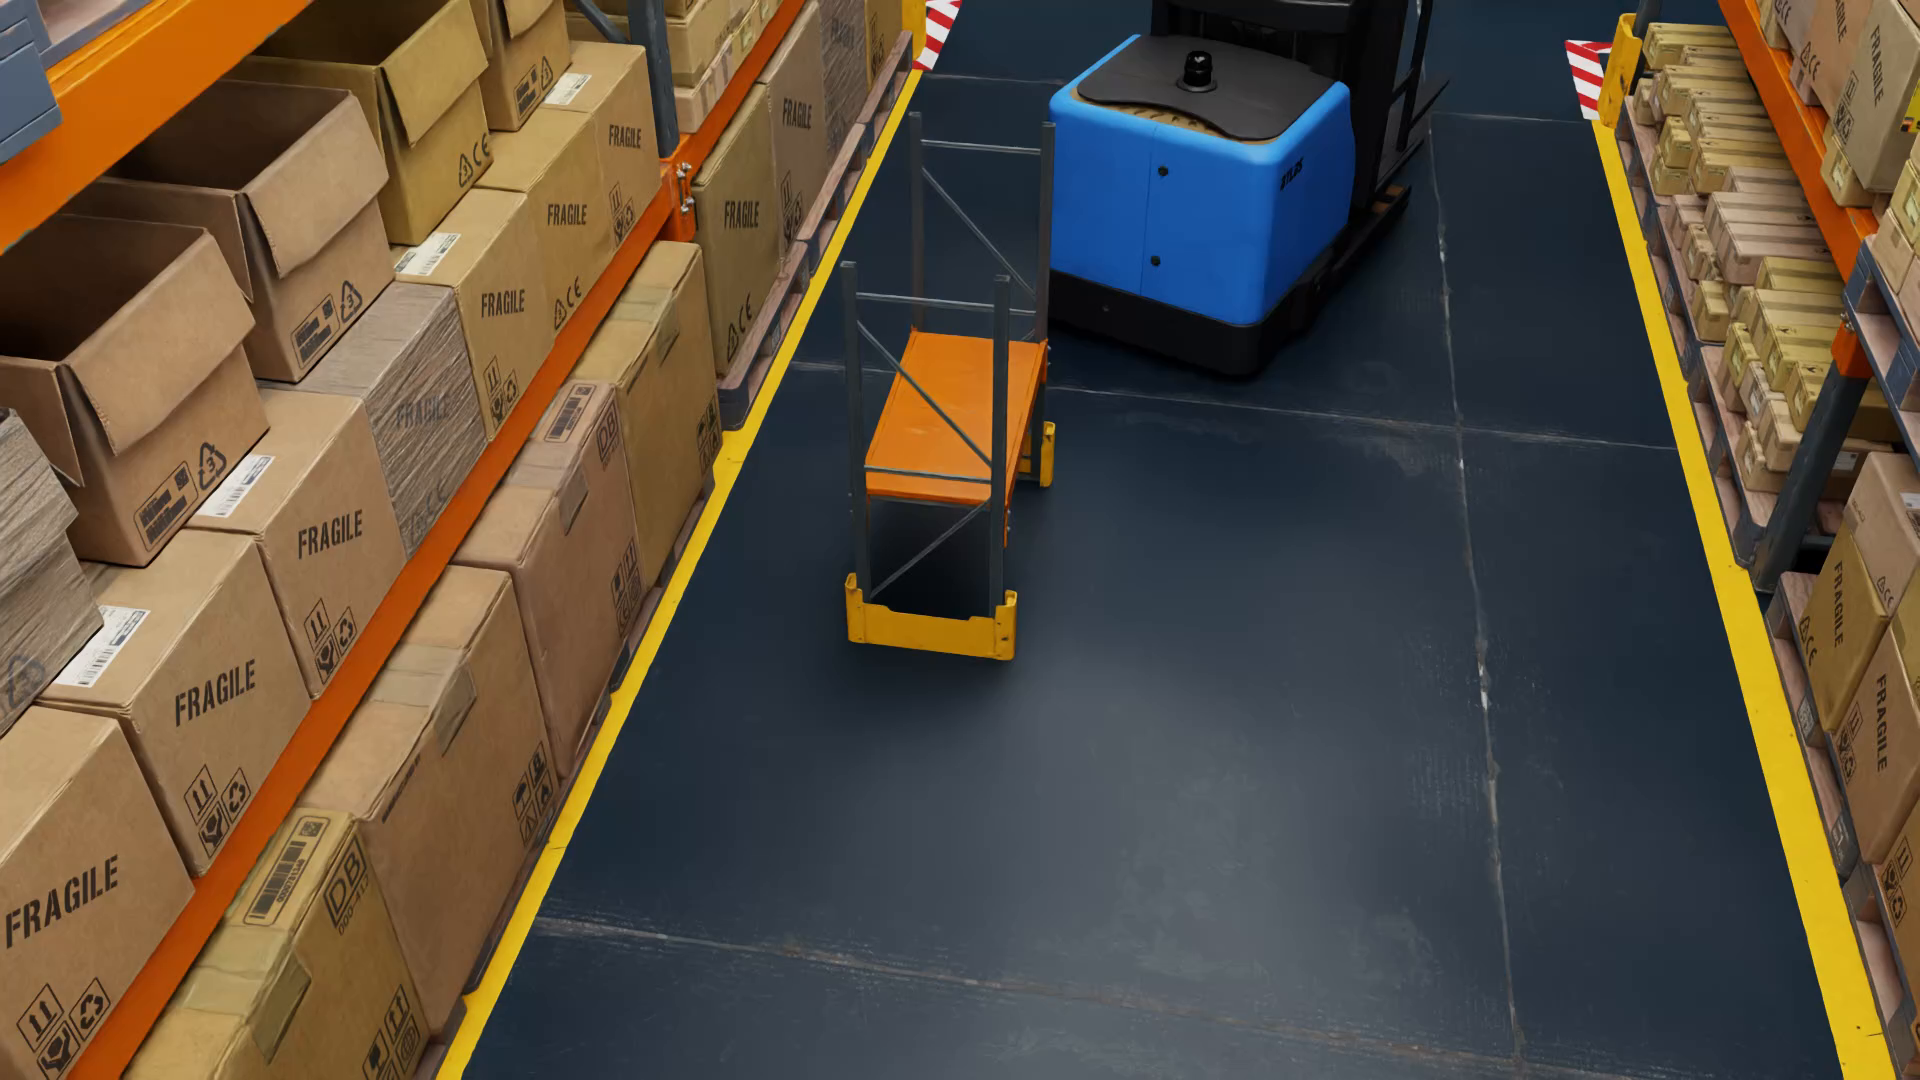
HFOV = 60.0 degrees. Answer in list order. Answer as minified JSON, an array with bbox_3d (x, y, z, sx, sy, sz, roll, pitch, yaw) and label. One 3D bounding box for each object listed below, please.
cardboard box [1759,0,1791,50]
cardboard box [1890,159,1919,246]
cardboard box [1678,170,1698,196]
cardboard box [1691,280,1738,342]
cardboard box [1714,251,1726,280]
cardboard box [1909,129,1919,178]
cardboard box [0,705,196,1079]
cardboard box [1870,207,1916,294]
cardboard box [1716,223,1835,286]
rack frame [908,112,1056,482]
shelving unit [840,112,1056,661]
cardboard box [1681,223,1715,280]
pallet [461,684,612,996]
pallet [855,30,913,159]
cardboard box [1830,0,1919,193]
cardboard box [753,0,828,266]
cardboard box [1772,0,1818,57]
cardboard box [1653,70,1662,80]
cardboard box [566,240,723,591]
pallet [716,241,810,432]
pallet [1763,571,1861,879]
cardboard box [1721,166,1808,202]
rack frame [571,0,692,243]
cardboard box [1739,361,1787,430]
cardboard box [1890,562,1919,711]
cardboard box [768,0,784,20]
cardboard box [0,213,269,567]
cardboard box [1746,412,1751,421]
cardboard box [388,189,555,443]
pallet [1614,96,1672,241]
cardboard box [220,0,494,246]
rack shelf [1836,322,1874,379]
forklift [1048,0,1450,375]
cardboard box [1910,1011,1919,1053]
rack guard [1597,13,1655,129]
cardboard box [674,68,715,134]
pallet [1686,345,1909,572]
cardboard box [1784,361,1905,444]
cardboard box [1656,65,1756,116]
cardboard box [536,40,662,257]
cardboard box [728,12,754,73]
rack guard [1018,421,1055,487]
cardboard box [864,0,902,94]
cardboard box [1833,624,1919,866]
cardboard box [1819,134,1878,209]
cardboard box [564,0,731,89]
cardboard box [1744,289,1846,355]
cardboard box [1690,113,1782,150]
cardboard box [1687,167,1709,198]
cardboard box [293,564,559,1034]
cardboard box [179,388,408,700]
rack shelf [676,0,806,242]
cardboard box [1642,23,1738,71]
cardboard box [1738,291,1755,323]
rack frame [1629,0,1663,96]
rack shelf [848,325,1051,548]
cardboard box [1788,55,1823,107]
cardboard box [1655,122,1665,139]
[{"bbox_3d":[3.396,-2.045,6.566,0.380,0.149,0.250,7,40,9],"label":"cardboard box"},{"bbox_3d":[2.856,-0.930,4.656,0.380,0.149,0.250,7,40,8],"label":"cardboard box"},{"bbox_3d":[3.560,-1.578,7.713,0.380,0.149,0.250,6,40,8],"label":"cardboard box"},{"bbox_3d":[3.289,-0.944,6.945,0.380,0.149,0.250,6,40,8],"label":"cardboard box"},{"bbox_3d":[3.413,-1.174,6.990,0.380,0.149,0.250,5,40,6],"label":"cardboard box"},{"bbox_3d":[2.856,-1.045,4.561,0.380,0.149,0.250,8,40,10],"label":"cardboard box"},{"bbox_3d":[-1.830,0.639,3.044,0.500,0.500,0.500,8,40,9],"label":"cardboard box"},{"bbox_3d":[2.856,-0.816,4.750,0.380,0.149,0.250,5,40,6],"label":"cardboard box"},{"bbox_3d":[3.301,-1.148,6.725,0.380,0.149,0.250,5,40,6],"label":"cardboard box"},{"bbox_3d":[0.073,-0.844,6.093,0.500,1.500,0.032,6,40,8],"label":"rack frame"},{"bbox_3d":[-0.013,-0.530,5.714,0.587,1.500,1.083,6,40,8],"label":"shelving unit"},{"bbox_3d":[3.409,-1.255,7.322,0.380,0.149,0.250,6,40,8],"label":"cardboard box"},{"bbox_3d":[-1.758,0.778,5.144,1.003,0.211,1.213,6,40,8],"label":"pallet"},{"bbox_3d":[-0.859,-2.483,9.087,1.003,0.211,1.213,6,40,8],"label":"pallet"},{"bbox_3d":[3.183,-1.435,5.320,0.500,0.500,0.500,6,40,8],"label":"cardboard box"},{"bbox_3d":[-1.141,-1.871,7.497,0.875,0.875,0.875,6,40,8],"label":"cardboard box"},{"bbox_3d":[3.361,-2.073,6.091,0.500,0.500,0.500,6,40,7],"label":"cardboard box"},{"bbox_3d":[3.726,-2.335,8.394,0.380,0.149,0.250,8,40,10],"label":"cardboard box"},{"bbox_3d":[-1.581,-0.497,5.835,1.225,0.875,0.875,7,40,8],"label":"cardboard box"},{"bbox_3d":[-1.282,-0.952,7.235,1.003,0.211,1.213,6,40,8],"label":"pallet"},{"bbox_3d":[3.244,0.616,5.339,1.003,0.211,1.213,6,40,8],"label":"pallet"},{"bbox_3d":[3.487,-1.462,7.105,0.380,0.149,0.250,6,40,8],"label":"cardboard box"},{"bbox_3d":[-1.490,-1.558,5.780,1.000,3.000,0.127,6,40,8],"label":"rack frame"},{"bbox_3d":[3.153,-0.529,6.210,0.380,0.149,0.250,5,40,6],"label":"cardboard box"},{"bbox_3d":[2.900,0.334,4.535,0.500,0.250,0.500,7,40,9],"label":"cardboard box"},{"bbox_3d":[-0.933,-2.266,6.834,0.380,0.149,0.250,6,40,7],"label":"cardboard box"},{"bbox_3d":[-1.924,-0.338,3.439,0.797,0.503,0.637,7,40,9],"label":"cardboard box"},{"bbox_3d":[3.237,-0.448,6.346,0.380,0.149,0.250,7,40,9],"label":"cardboard box"},{"bbox_3d":[-1.478,-0.634,4.584,0.500,0.500,0.500,6,40,7],"label":"cardboard box"},{"bbox_3d":[3.881,-1.829,8.297,1.003,0.211,1.213,6,40,8],"label":"pallet"},{"bbox_3d":[-1.723,-1.152,4.423,0.797,0.503,0.637,7,40,8],"label":"cardboard box"},{"bbox_3d":[3.031,0.585,3.753,1.077,0.370,4.000,6,40,8],"label":"rack shelf"},{"bbox_3d":[1.545,-2.735,7.258,1.130,2.935,3.031,21,44,24],"label":"forklift"},{"bbox_3d":[2.711,1.264,4.000,0.500,0.500,0.500,5,40,6],"label":"cardboard box"},{"bbox_3d":[4.056,-2.447,8.817,1.175,0.500,0.348,6,40,8],"label":"rack guard"},{"bbox_3d":[-1.111,-1.610,6.040,0.380,0.149,0.250,6,40,8],"label":"cardboard box"},{"bbox_3d":[3.459,-0.298,6.445,1.003,0.211,1.213,6,40,8],"label":"pallet"},{"bbox_3d":[3.183,-0.492,5.932,0.380,0.149,0.250,7,40,9],"label":"cardboard box"},{"bbox_3d":[3.545,-2.128,7.911,0.380,0.149,0.250,6,40,8],"label":"cardboard box"},{"bbox_3d":[-1.302,-1.273,5.357,0.500,0.500,0.500,7,40,8],"label":"cardboard box"},{"bbox_3d":[-1.021,-1.940,6.440,0.380,0.149,0.250,8,40,9],"label":"cardboard box"},{"bbox_3d":[0.073,-0.361,6.491,0.587,0.250,0.087,6,40,8],"label":"rack guard"},{"bbox_3d":[-0.830,-3.000,8.863,0.875,0.875,0.875,6,40,8],"label":"cardboard box"},{"bbox_3d":[2.898,0.621,4.777,0.500,0.500,0.500,8,40,10],"label":"cardboard box"},{"bbox_3d":[3.134,-1.229,5.580,0.380,0.149,0.250,5,40,6],"label":"cardboard box"},{"bbox_3d":[-1.151,-1.880,6.055,0.500,0.250,0.500,6,40,7],"label":"cardboard box"},{"bbox_3d":[3.224,-0.813,6.321,0.380,0.149,0.250,6,40,7],"label":"cardboard box"},{"bbox_3d":[3.527,-1.791,7.503,0.380,0.149,0.250,8,40,9],"label":"cardboard box"},{"bbox_3d":[3.564,-1.680,7.602,0.380,0.149,0.250,5,40,6],"label":"cardboard box"},{"bbox_3d":[-1.881,0.620,4.484,1.225,0.875,0.875,7,40,8],"label":"cardboard box"},{"bbox_3d":[-1.658,-0.007,3.826,0.500,0.500,0.500,6,40,7],"label":"cardboard box"},{"bbox_3d":[-1.144,-2.536,7.527,1.077,0.370,4.000,6,40,8],"label":"rack shelf"},{"bbox_3d":[3.644,-2.459,8.311,0.380,0.149,0.250,5,40,6],"label":"cardboard box"},{"bbox_3d":[3.322,-0.846,6.593,0.380,0.149,0.250,7,40,8],"label":"cardboard box"},{"bbox_3d":[4.070,-3.458,8.078,1.000,3.000,0.127,6,40,8],"label":"rack frame"},{"bbox_3d":[-0.015,-0.386,5.822,0.538,0.185,1.000,6,40,8],"label":"rack shelf"},{"bbox_3d":[3.325,-1.723,6.177,0.380,0.149,0.250,5,40,6],"label":"cardboard box"},{"bbox_3d":[3.699,-2.054,8.288,0.380,0.149,0.250,6,40,7],"label":"cardboard box"}]
